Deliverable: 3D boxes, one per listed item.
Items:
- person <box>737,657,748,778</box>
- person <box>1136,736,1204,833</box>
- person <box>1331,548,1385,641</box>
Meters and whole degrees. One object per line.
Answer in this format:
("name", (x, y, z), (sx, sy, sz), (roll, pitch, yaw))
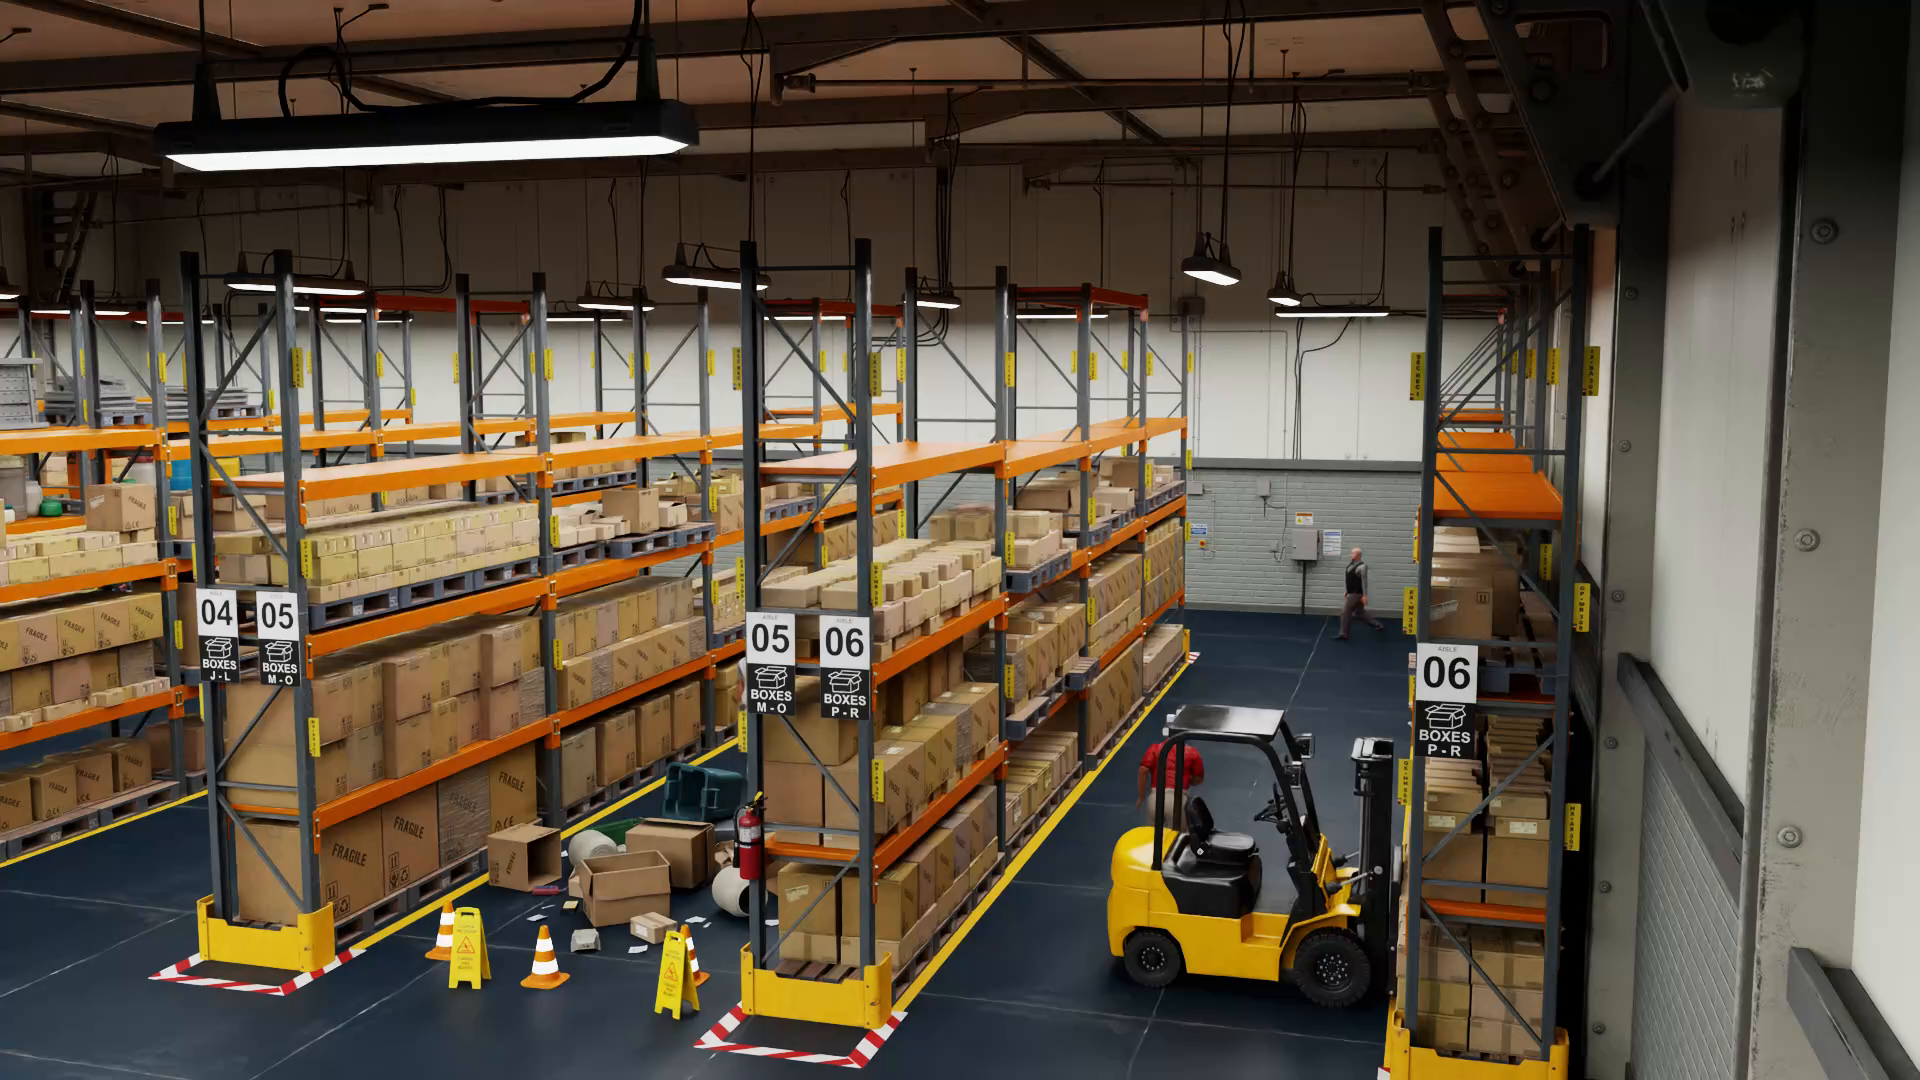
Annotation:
("person", (-2.486, 2.027, 20.217), (0.592, 1.788, 0.520), (5, 8, 39))
("person", (2.034, 2.560, 16.163), (0.638, 1.625, 0.788), (2, 7, 16))
("person", (7.180, 0.974, 29.945), (0.964, 1.690, 0.515), (1, 6, 9))
